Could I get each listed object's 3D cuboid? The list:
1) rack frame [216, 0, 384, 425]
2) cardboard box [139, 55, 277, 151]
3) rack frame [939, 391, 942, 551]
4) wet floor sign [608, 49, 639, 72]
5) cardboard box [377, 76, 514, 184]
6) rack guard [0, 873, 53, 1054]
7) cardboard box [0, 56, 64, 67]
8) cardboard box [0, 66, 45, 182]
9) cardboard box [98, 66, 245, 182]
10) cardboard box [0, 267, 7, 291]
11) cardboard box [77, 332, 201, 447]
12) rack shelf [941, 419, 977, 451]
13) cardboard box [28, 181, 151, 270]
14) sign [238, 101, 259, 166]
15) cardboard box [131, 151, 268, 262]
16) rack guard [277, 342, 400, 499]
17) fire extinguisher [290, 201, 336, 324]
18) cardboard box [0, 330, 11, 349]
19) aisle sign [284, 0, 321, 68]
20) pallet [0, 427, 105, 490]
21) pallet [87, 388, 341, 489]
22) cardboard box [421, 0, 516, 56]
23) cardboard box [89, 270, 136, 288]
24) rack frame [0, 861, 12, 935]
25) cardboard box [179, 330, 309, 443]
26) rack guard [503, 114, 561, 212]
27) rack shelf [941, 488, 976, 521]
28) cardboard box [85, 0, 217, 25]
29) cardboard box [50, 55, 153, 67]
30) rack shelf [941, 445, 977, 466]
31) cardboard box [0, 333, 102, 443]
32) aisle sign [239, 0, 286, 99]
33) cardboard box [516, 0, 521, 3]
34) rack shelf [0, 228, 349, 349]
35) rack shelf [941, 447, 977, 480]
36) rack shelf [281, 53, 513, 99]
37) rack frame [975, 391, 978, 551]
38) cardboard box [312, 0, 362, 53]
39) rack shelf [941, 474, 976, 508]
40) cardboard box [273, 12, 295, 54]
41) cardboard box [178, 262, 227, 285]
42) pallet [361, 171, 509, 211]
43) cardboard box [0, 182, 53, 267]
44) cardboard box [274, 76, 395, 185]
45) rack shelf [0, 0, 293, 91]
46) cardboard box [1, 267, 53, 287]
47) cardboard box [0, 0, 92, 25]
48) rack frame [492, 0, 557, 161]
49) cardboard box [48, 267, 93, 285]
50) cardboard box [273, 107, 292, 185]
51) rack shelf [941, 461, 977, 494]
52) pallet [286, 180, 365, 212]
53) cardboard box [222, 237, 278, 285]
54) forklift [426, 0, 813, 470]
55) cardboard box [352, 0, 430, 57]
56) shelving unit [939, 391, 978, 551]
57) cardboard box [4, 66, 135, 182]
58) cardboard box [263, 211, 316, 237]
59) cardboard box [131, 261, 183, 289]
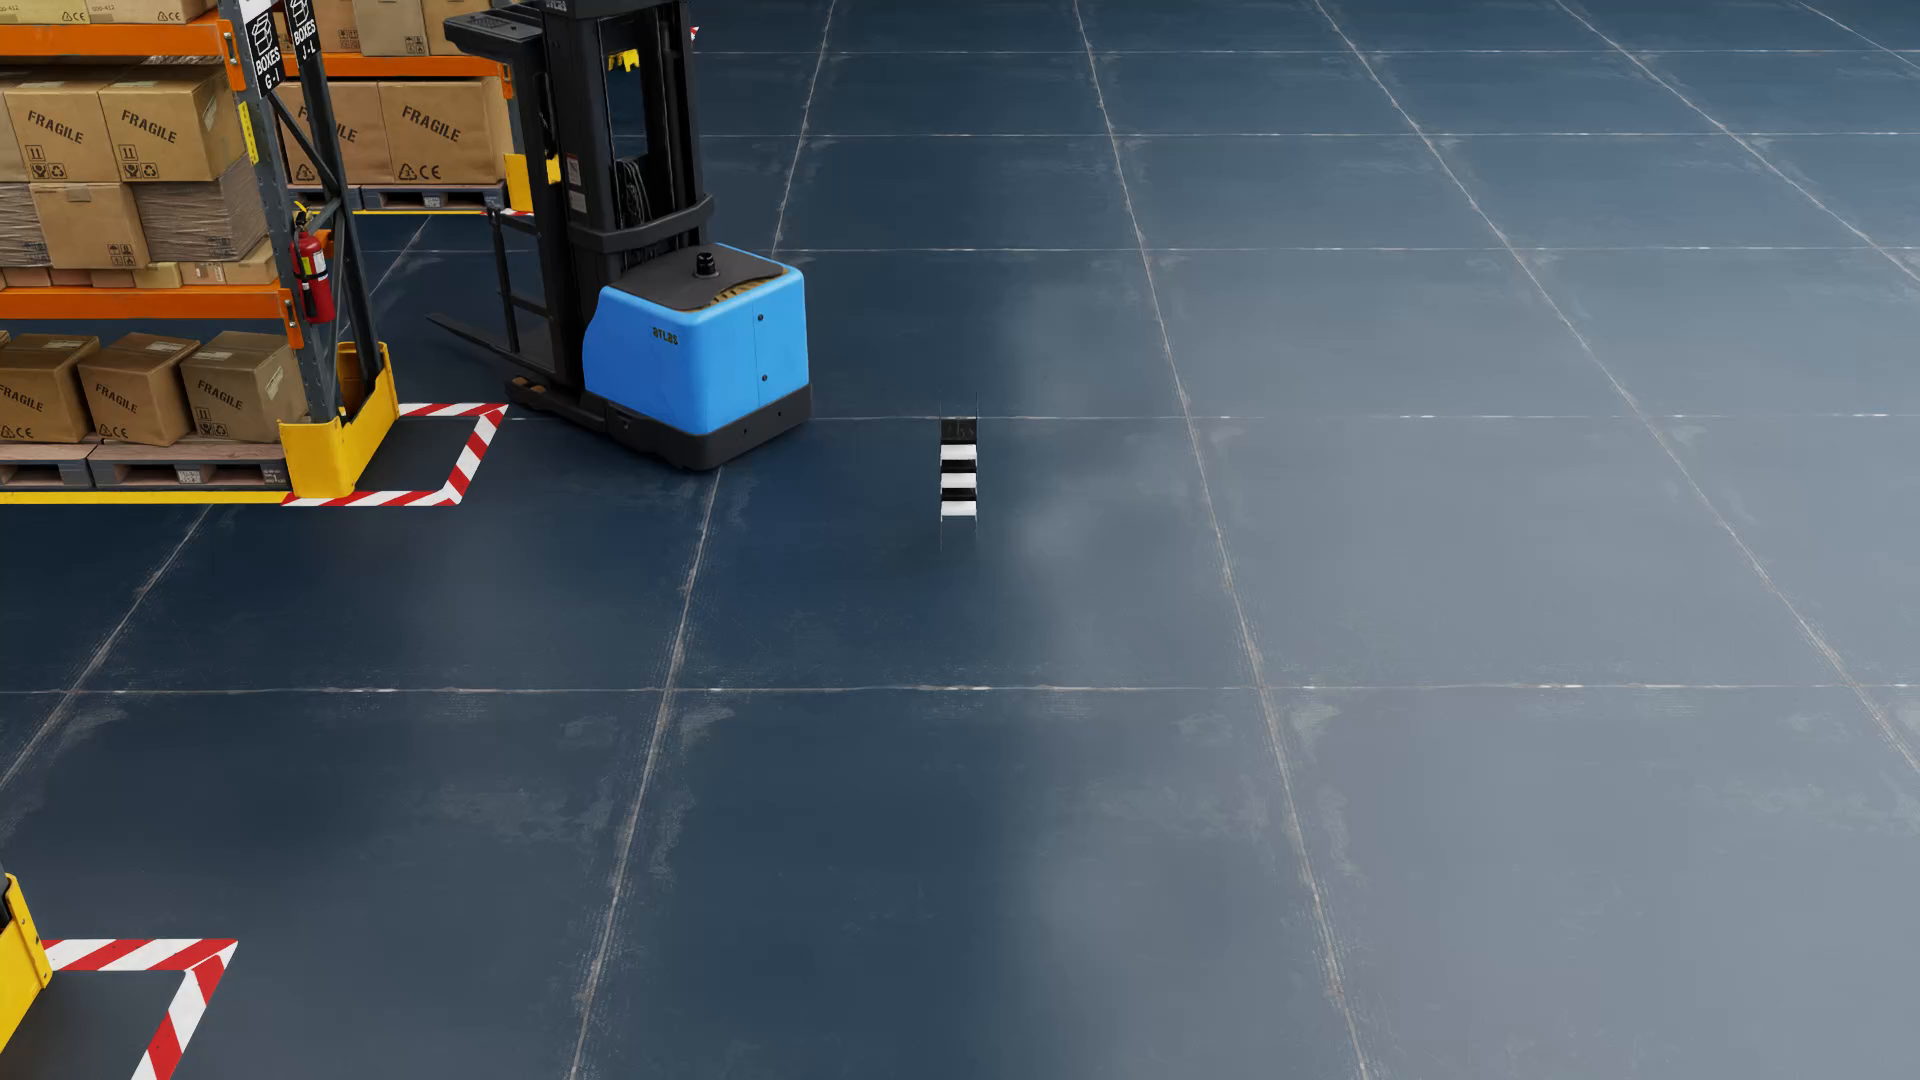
[{"bbox_3d":[-3.798,-1.837,9.775,0.127,3.000,1.000,0,31,0],"label":"rack frame"},{"bbox_3d":[-4.350,-2.574,9.643,0.500,0.500,0.500,0,31,0],"label":"cardboard box"},{"bbox_3d":[-0.110,-0.384,9.405,0.006,0.900,0.240,0,31,0],"label":"rack frame"},{"bbox_3d":[-3.661,-5.417,17.945,0.232,0.644,0.267,10,33,17],"label":"wet floor sign"},{"bbox_3d":[-4.405,-3.645,14.399,0.875,0.875,0.875,0,31,0],"label":"cardboard box"},{"bbox_3d":[-3.844,1.825,6.149,0.348,0.500,1.175,0,31,0],"label":"rack guard"},{"bbox_3d":[-5.350,-2.574,9.643,0.500,0.500,0.500,0,31,0],"label":"cardboard box"},{"bbox_3d":[-5.347,-2.300,9.191,0.500,0.500,0.500,0,31,0],"label":"cardboard box"},{"bbox_3d":[-4.347,-2.305,9.199,0.500,0.500,0.500,0,31,0],"label":"cardboard box"},{"bbox_3d":[-5.581,-1.563,9.565,0.250,0.149,0.380,0,31,0],"label":"cardboard box"},{"bbox_3d":[-5.020,-0.935,10.294,0.500,0.500,0.500,8,32,13],"label":"cardboard box"},{"bbox_3d":[-0.008,-0.587,9.283,0.200,0.077,0.258,0,31,0],"label":"rack shelf"},{"bbox_3d":[-4.848,-1.956,9.588,0.500,0.500,0.875,0,31,0],"label":"cardboard box"},{"bbox_3d":[-3.815,-2.179,8.918,0.005,0.325,0.100,0,31,0],"label":"sign"},{"bbox_3d":[-4.348,-2.020,9.693,0.500,0.500,0.875,0,31,0],"label":"cardboard box"},{"bbox_3d":[-3.874,-0.768,10.423,0.348,0.500,1.175,0,31,0],"label":"rack guard"},{"bbox_3d":[-3.681,-1.565,9.402,0.183,0.674,0.296,0,31,0],"label":"fire extinguisher"},{"bbox_3d":[-6.205,-0.964,10.342,0.500,0.500,0.500,-3,31,-5],"label":"cardboard box"},{"bbox_3d":[-3.738,-3.104,9.358,0.004,0.787,0.394,0,31,0],"label":"aisle sign"},{"bbox_3d":[-5.904,-0.658,10.521,1.213,0.211,1.003,0,31,0],"label":"pallet"},{"bbox_3d":[-4.687,-0.661,10.524,1.213,0.211,1.003,0,31,0],"label":"pallet"},{"bbox_3d":[-4.098,-4.450,13.937,0.550,0.550,0.875,0,31,0],"label":"cardboard box"},{"bbox_3d":[-4.832,-1.601,9.628,0.250,0.149,0.380,0,31,0],"label":"cardboard box"},{"bbox_3d":[-3.768,0.732,5.541,0.127,3.000,1.000,0,31,0],"label":"rack frame"},{"bbox_3d":[-4.423,-0.955,10.326,0.500,0.500,0.500,5,32,9],"label":"cardboard box"},{"bbox_3d":[-3.703,-3.342,14.665,0.348,0.500,1.175,0,31,0],"label":"rack guard"},{"bbox_3d":[-0.008,-0.202,9.516,0.200,0.077,0.258,0,31,0],"label":"rack shelf"},{"bbox_3d":[-4.279,-2.922,8.817,0.500,0.250,0.500,1,31,1],"label":"cardboard box"},{"bbox_3d":[-4.850,-2.576,9.646,0.500,0.500,0.500,0,31,0],"label":"cardboard box"},{"bbox_3d":[-0.008,-0.510,9.330,0.200,0.077,0.258,0,31,0],"label":"rack shelf"},{"bbox_3d":[-5.646,-0.943,10.307,0.500,0.500,0.500,3,31,4],"label":"cardboard box"},{"bbox_3d":[-3.734,-2.793,8.845,0.004,0.787,0.394,0,31,0],"label":"aisle sign"},{"bbox_3d":[-4.657,-6.164,18.430,0.500,0.500,0.500,0,31,0],"label":"cardboard box"},{"bbox_3d":[-5.798,-1.523,9.952,4.000,0.370,1.077,0,31,0],"label":"rack shelf"},{"bbox_3d":[-0.008,-0.433,9.376,0.200,0.077,0.258,0,31,0],"label":"rack shelf"},{"bbox_3d":[-5.727,-4.096,14.193,4.000,0.370,1.077,0,31,0],"label":"rack shelf"},{"bbox_3d":[0.094,-0.385,9.406,0.006,0.900,0.240,0,31,0],"label":"rack frame"},{"bbox_3d":[-5.208,-4.500,14.020,0.550,0.550,0.875,0,31,0],"label":"cardboard box"},{"bbox_3d":[-0.008,-0.279,9.470,0.200,0.077,0.258,0,31,0],"label":"rack shelf"},{"bbox_3d":[-5.738,-4.477,13.982,0.500,0.550,0.875,0,31,0],"label":"cardboard box"},{"bbox_3d":[-4.332,-1.621,9.662,0.250,0.149,0.380,0,31,0],"label":"cardboard box"},{"bbox_3d":[-4.526,-3.175,14.669,1.213,0.211,1.003,0,31,0],"label":"pallet"},{"bbox_3d":[-5.348,-1.977,9.622,0.500,0.500,0.875,0,31,0],"label":"cardboard box"},{"bbox_3d":[-5.285,-3.641,14.392,0.875,0.875,0.875,-1,31,-1],"label":"cardboard box"},{"bbox_3d":[-5.798,-2.806,9.174,4.000,0.370,1.077,0,31,0],"label":"rack shelf"},{"bbox_3d":[-5.332,-1.609,9.642,0.250,0.149,0.380,0,31,0],"label":"cardboard box"},{"bbox_3d":[-4.778,-2.919,8.811,0.500,0.250,0.500,0,31,0],"label":"cardboard box"},{"bbox_3d":[-3.727,-4.410,14.016,0.127,3.000,1.000,0,31,0],"label":"rack frame"},{"bbox_3d":[-5.082,-1.622,9.663,0.250,0.149,0.380,0,31,0],"label":"cardboard box"},{"bbox_3d":[-6.196,-3.639,14.389,0.875,0.875,0.875,0,31,0],"label":"cardboard box"},{"bbox_3d":[-0.008,-0.356,9.423,0.200,0.077,0.258,0,31,0],"label":"rack shelf"},{"bbox_3d":[-5.743,-3.173,14.665,1.213,0.211,1.003,0,31,0],"label":"pallet"},{"bbox_3d":[-4.082,-1.622,9.663,0.250,0.149,0.380,0,31,0],"label":"cardboard box"},{"bbox_3d":[-2.423,-2.302,10.607,3.031,2.935,1.130,23,38,33],"label":"forklift"},{"bbox_3d":[-4.648,-4.437,13.915,0.550,0.550,0.875,0,31,0],"label":"cardboard box"},{"bbox_3d":[-0.008,-0.385,9.406,0.210,0.900,0.258,0,31,0],"label":"shelving unit"},{"bbox_3d":[-4.847,-2.300,9.191,0.500,0.500,0.500,0,31,0],"label":"cardboard box"},{"bbox_3d":[-4.085,-1.853,10.043,0.250,0.149,0.380,0,31,0],"label":"cardboard box"},{"bbox_3d":[-4.582,-1.594,9.617,0.250,0.149,0.380,0,31,0],"label":"cardboard box"}]
